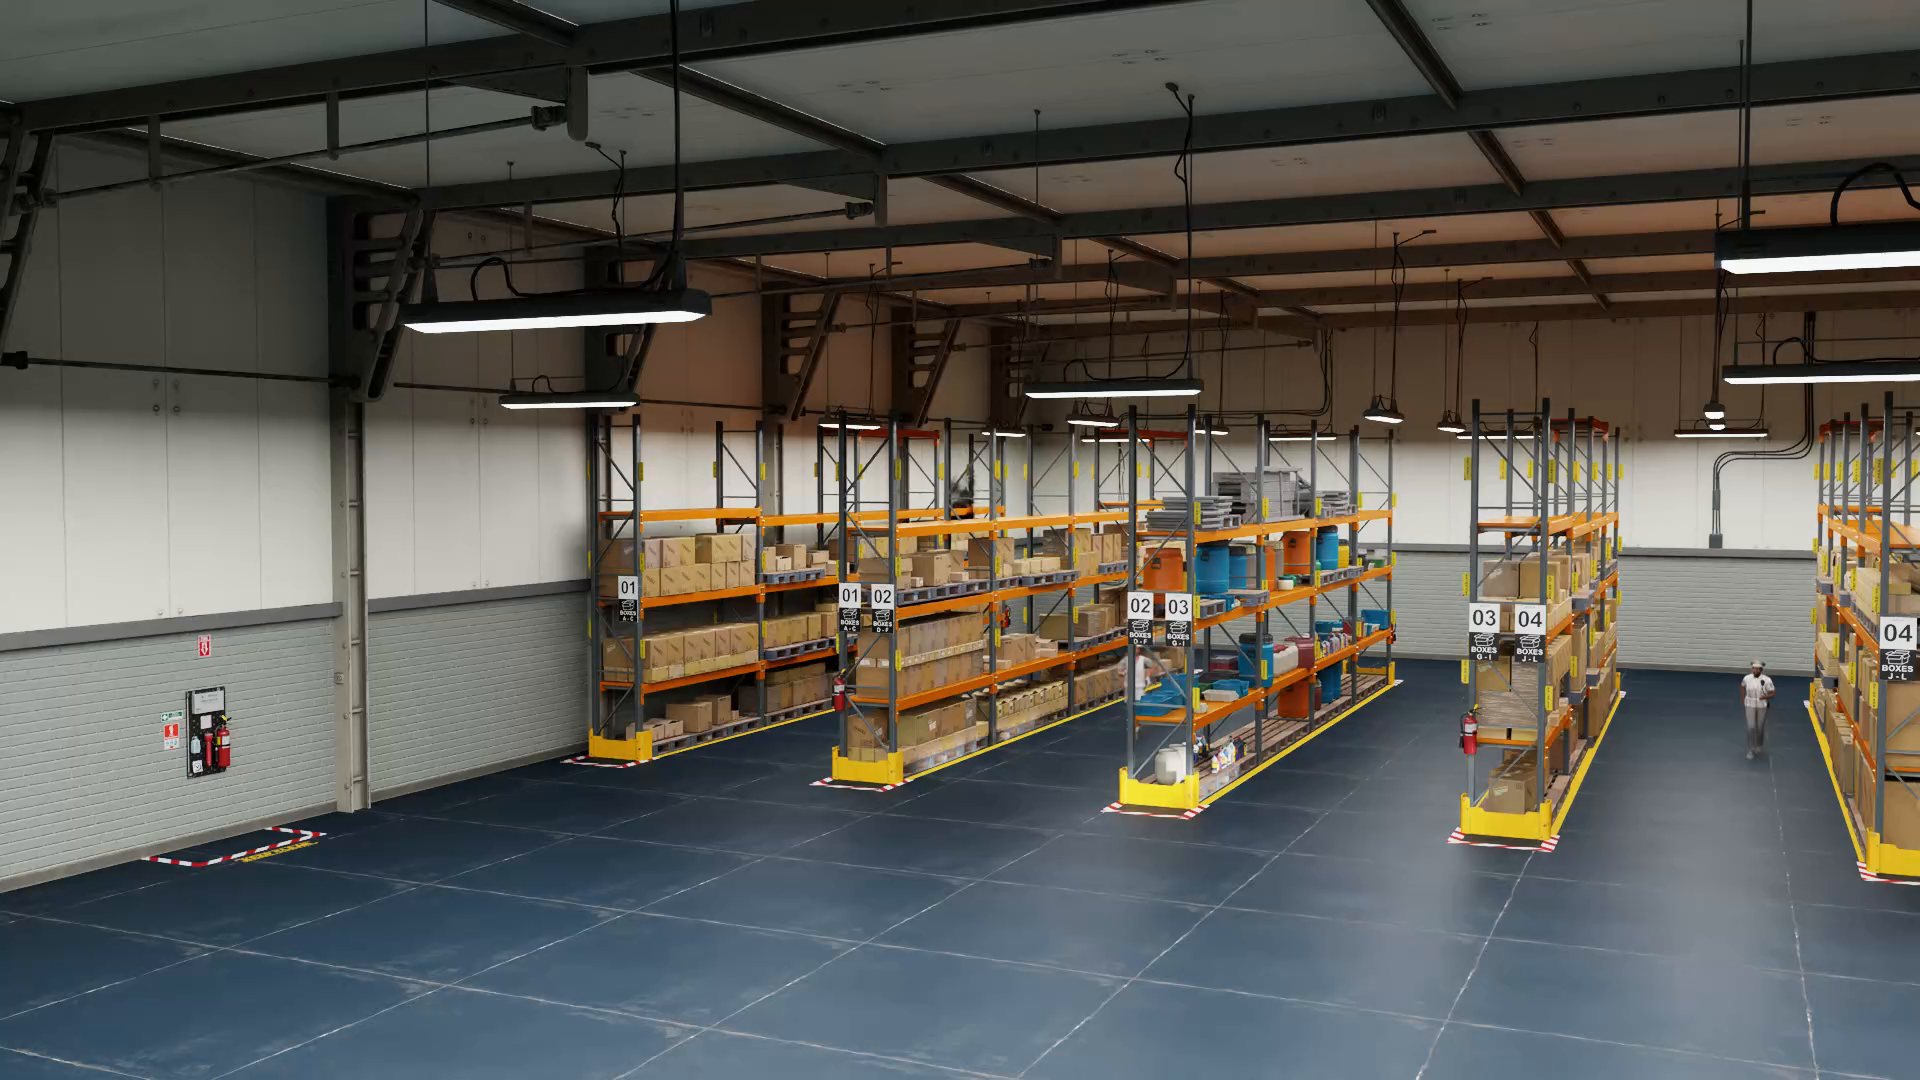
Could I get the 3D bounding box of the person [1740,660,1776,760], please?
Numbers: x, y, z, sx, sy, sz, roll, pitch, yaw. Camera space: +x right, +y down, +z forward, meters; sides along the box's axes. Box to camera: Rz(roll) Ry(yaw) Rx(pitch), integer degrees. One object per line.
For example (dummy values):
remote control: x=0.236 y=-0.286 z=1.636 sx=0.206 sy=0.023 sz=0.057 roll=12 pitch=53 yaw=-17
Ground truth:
person: x=13.980 y=2.961 z=29.146 sx=0.569 sy=1.741 sz=0.793 roll=1 pitch=3 yaw=27

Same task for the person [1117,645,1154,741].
person: x=3.260 y=2.789 z=31.102 sx=0.645 sy=1.795 sz=0.901 roll=1 pitch=2 yaw=16
